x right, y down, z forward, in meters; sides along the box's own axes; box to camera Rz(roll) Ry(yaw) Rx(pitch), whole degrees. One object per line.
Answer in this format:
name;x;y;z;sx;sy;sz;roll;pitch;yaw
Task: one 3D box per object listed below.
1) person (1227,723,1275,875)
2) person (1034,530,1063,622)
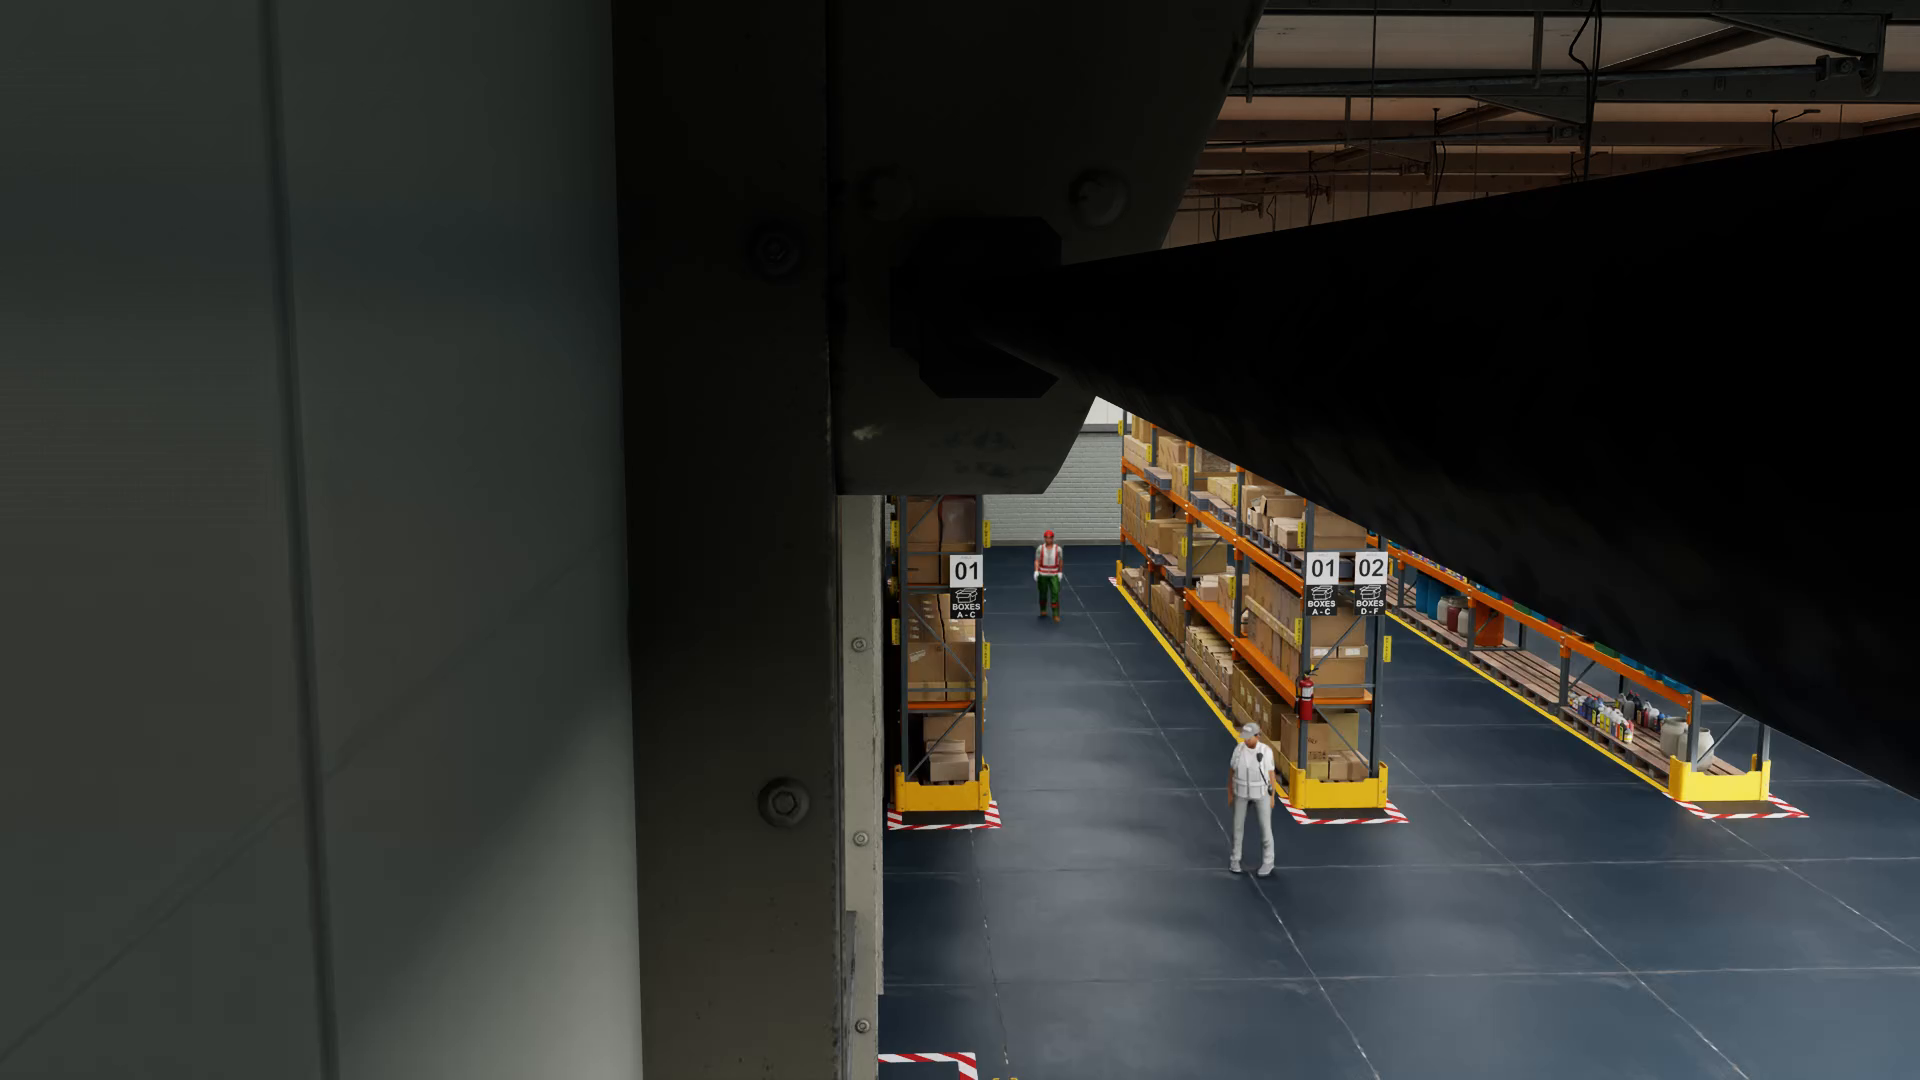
person;3.205;2.823;18.314;0.528;1.670;0.426;3;9;22
person;1.730;0.682;32.380;0.604;1.743;0.975;-1;8;-5
